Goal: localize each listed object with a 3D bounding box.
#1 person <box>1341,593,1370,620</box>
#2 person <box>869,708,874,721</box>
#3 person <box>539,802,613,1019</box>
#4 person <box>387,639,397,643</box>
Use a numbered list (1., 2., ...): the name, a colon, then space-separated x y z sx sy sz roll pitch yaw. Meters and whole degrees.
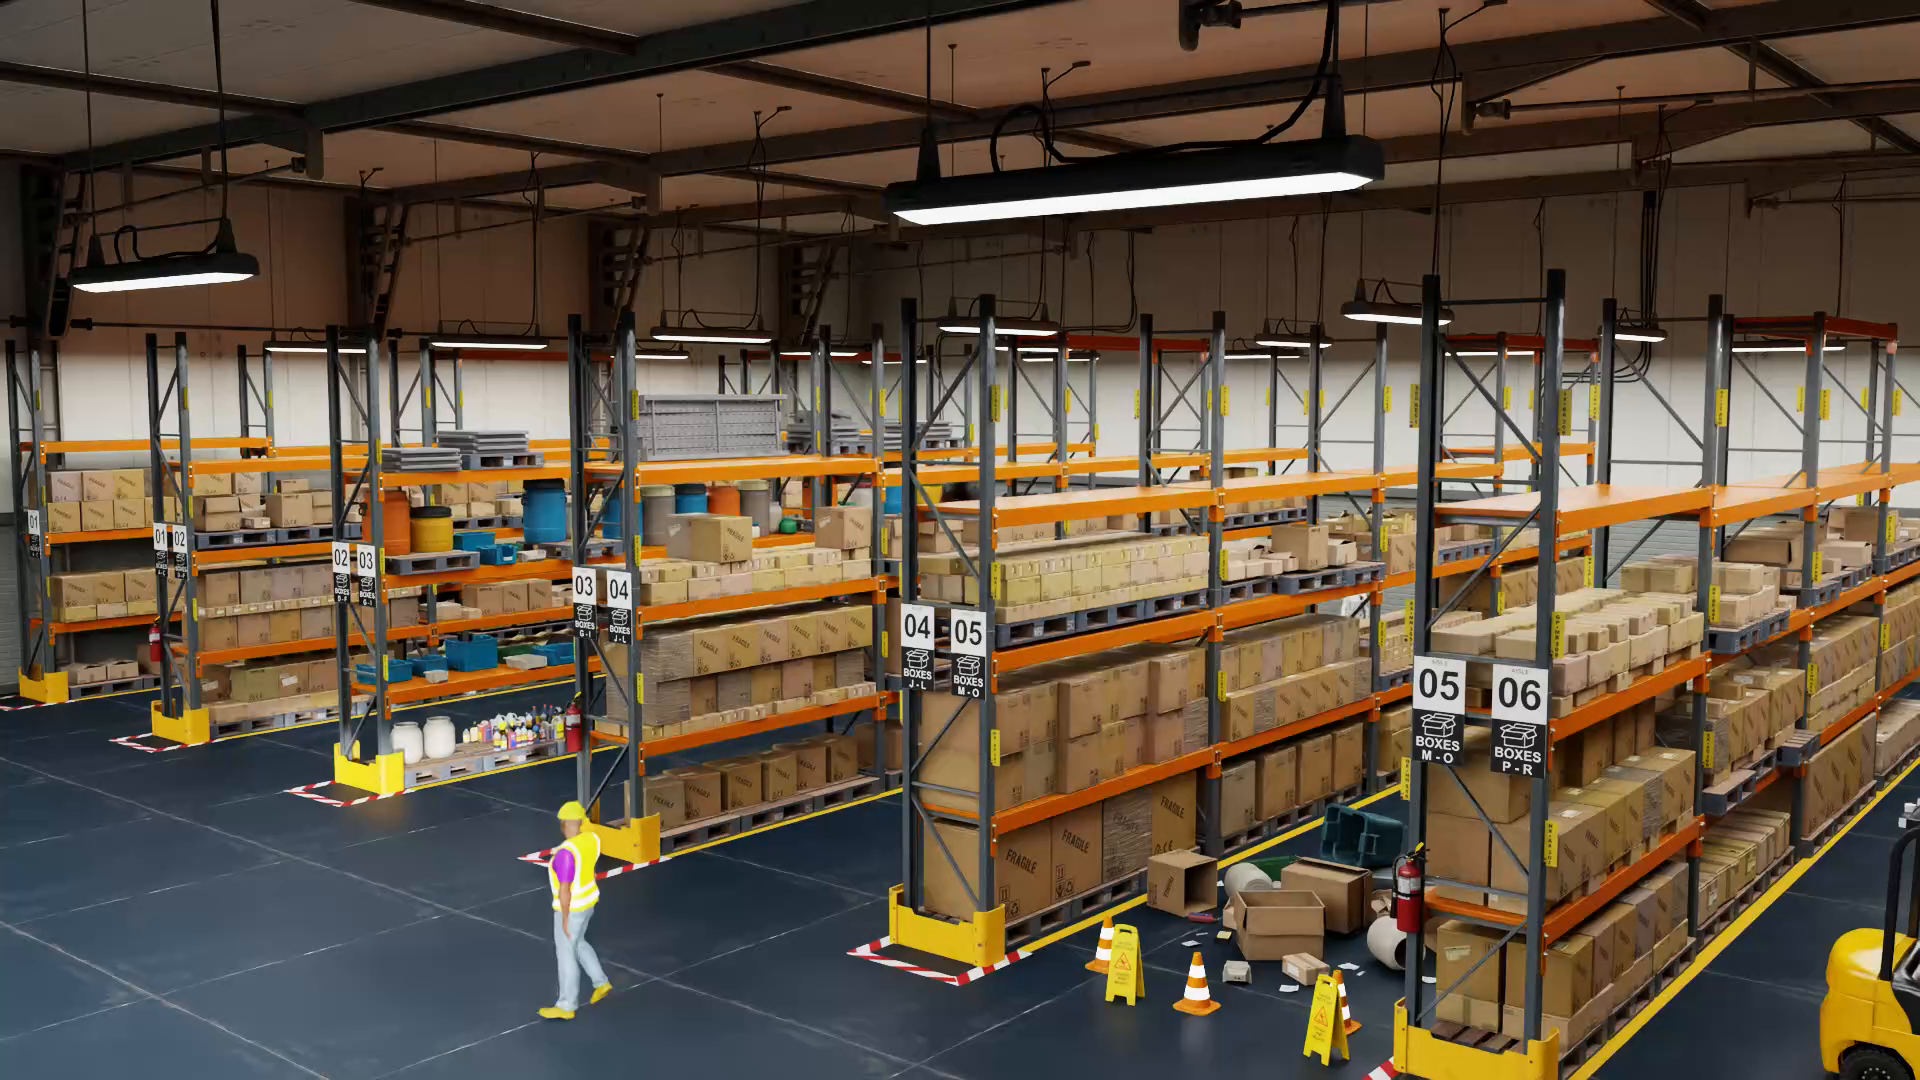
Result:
1. person: 7.480 1.516 31.424 0.559 1.645 0.955 1 5 6
2. person: -1.190 1.991 24.507 0.661 1.710 0.664 1 5 16
3. person: -3.194 3.042 13.751 0.499 1.786 0.575 1 5 15
4. person: -10.578 1.575 30.777 0.542 1.685 0.490 -2 5 -20
